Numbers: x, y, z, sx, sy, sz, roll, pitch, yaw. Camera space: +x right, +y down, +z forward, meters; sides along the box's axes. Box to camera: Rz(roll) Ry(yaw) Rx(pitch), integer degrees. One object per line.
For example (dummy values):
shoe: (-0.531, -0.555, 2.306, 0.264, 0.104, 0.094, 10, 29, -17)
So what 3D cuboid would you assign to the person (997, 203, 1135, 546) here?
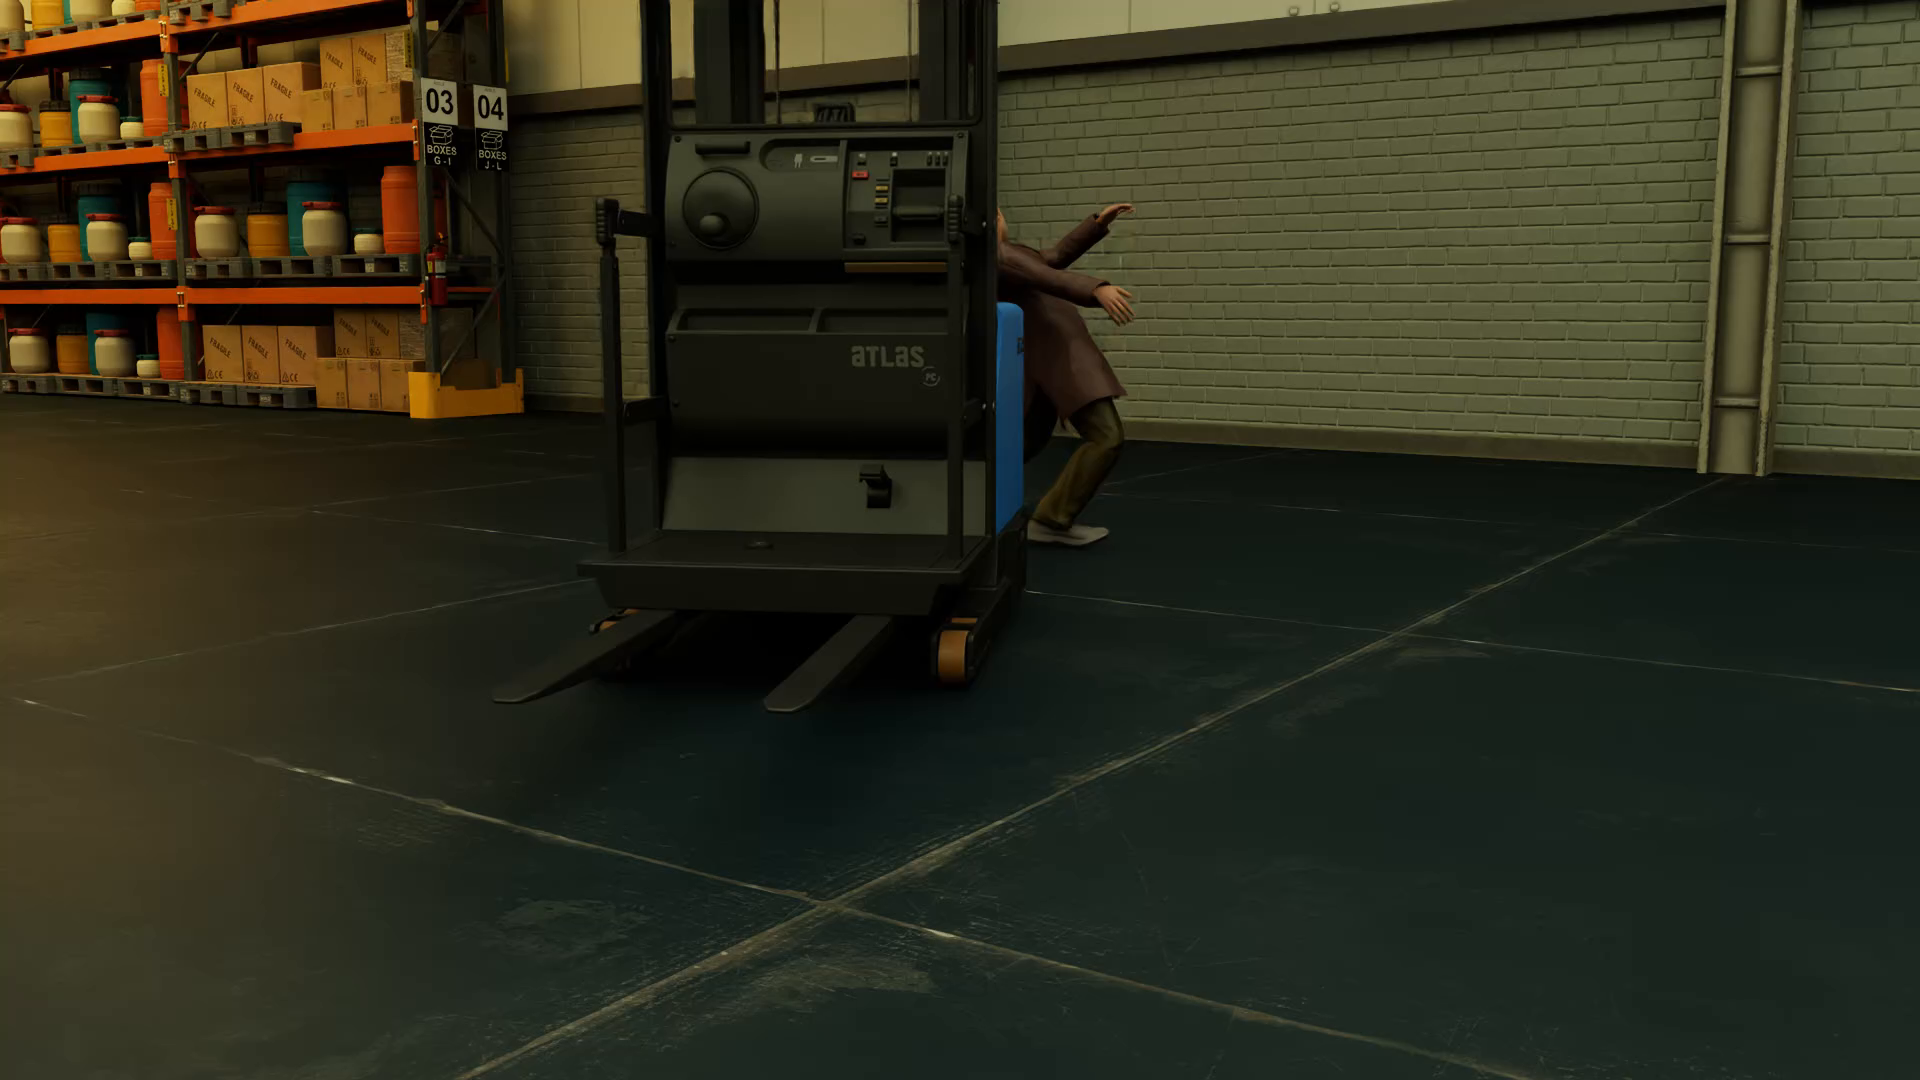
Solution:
person: (0.440, -0.747, 7.328, 0.835, 1.537, 1.065, -3, 9, -20)

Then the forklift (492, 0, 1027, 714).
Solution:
forklift: (-0.465, -1.089, 4.849, 1.130, 2.935, 3.031, 1, 8, 8)
